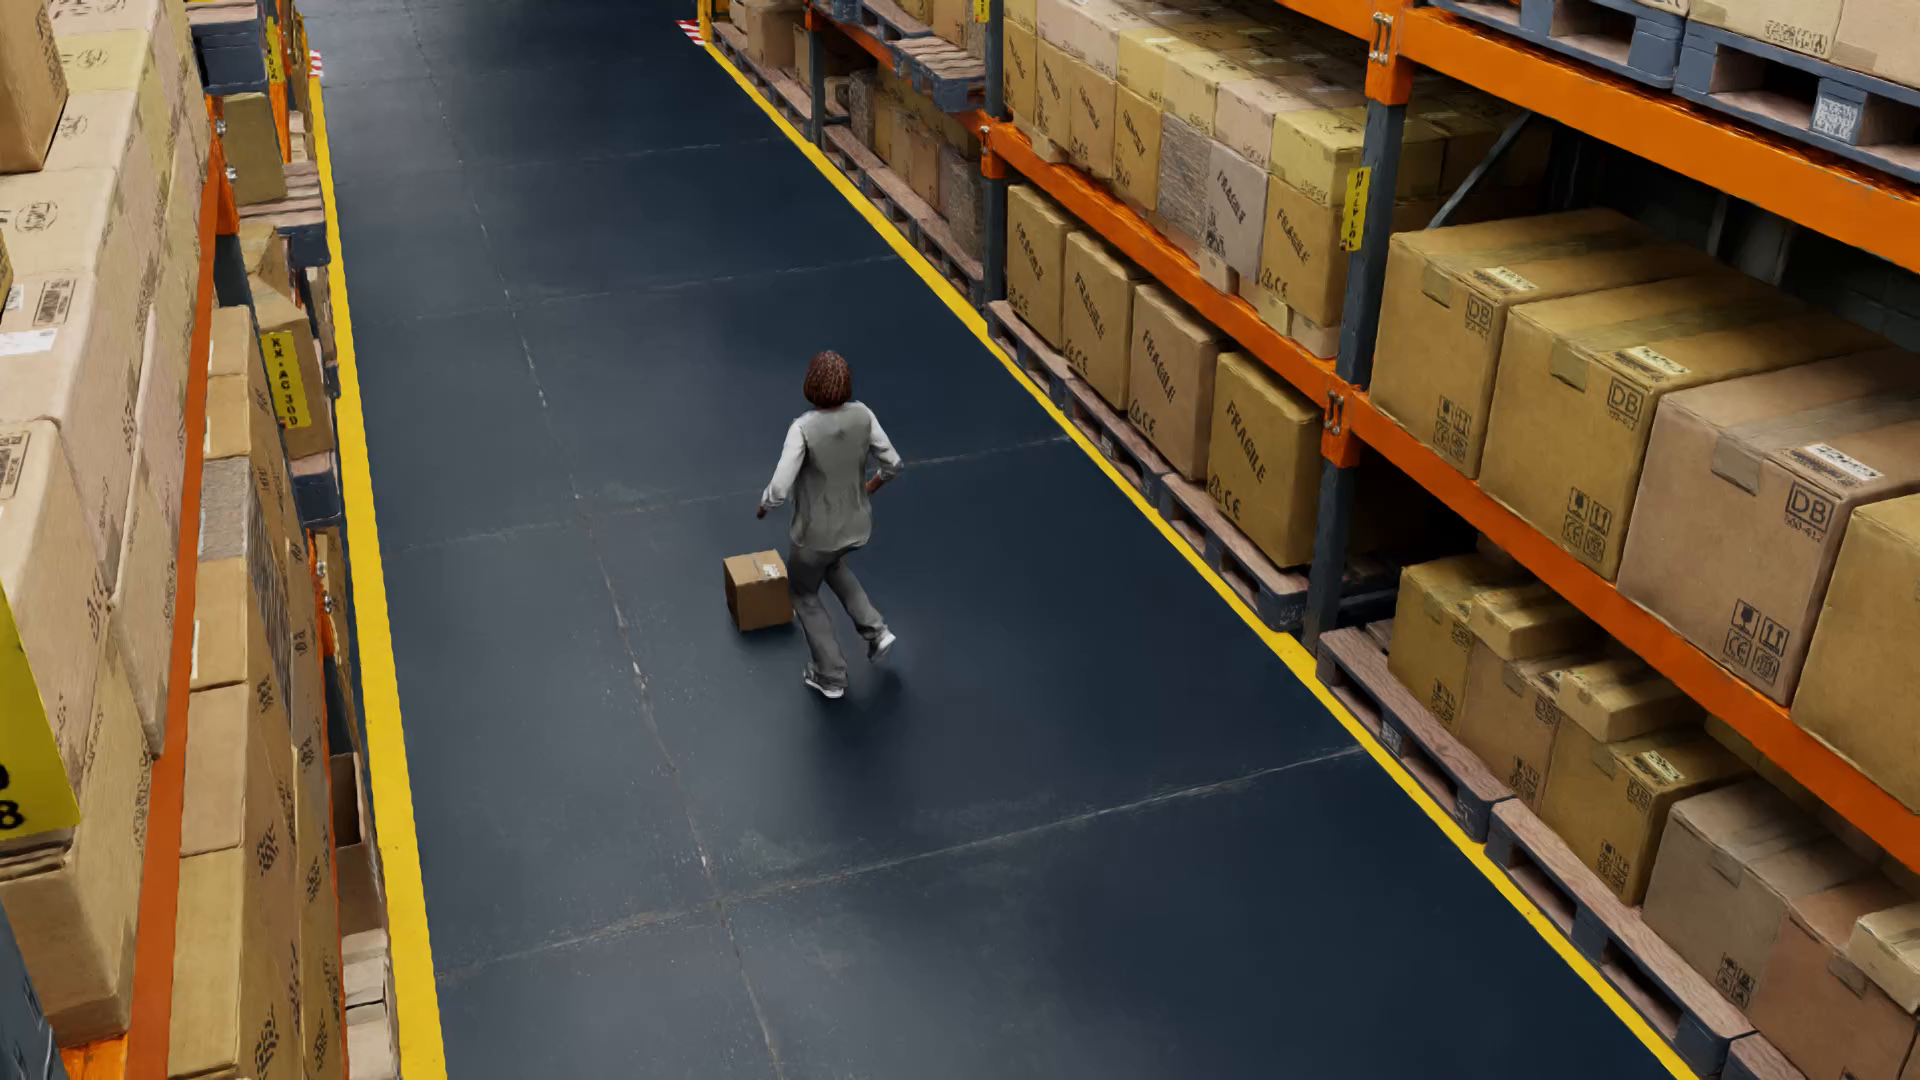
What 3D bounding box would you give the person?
[{"bbox_3d":[-0.571,-0.054,6.767,0.585,1.567,0.439,-25,39,-36],"label":"person"}]
